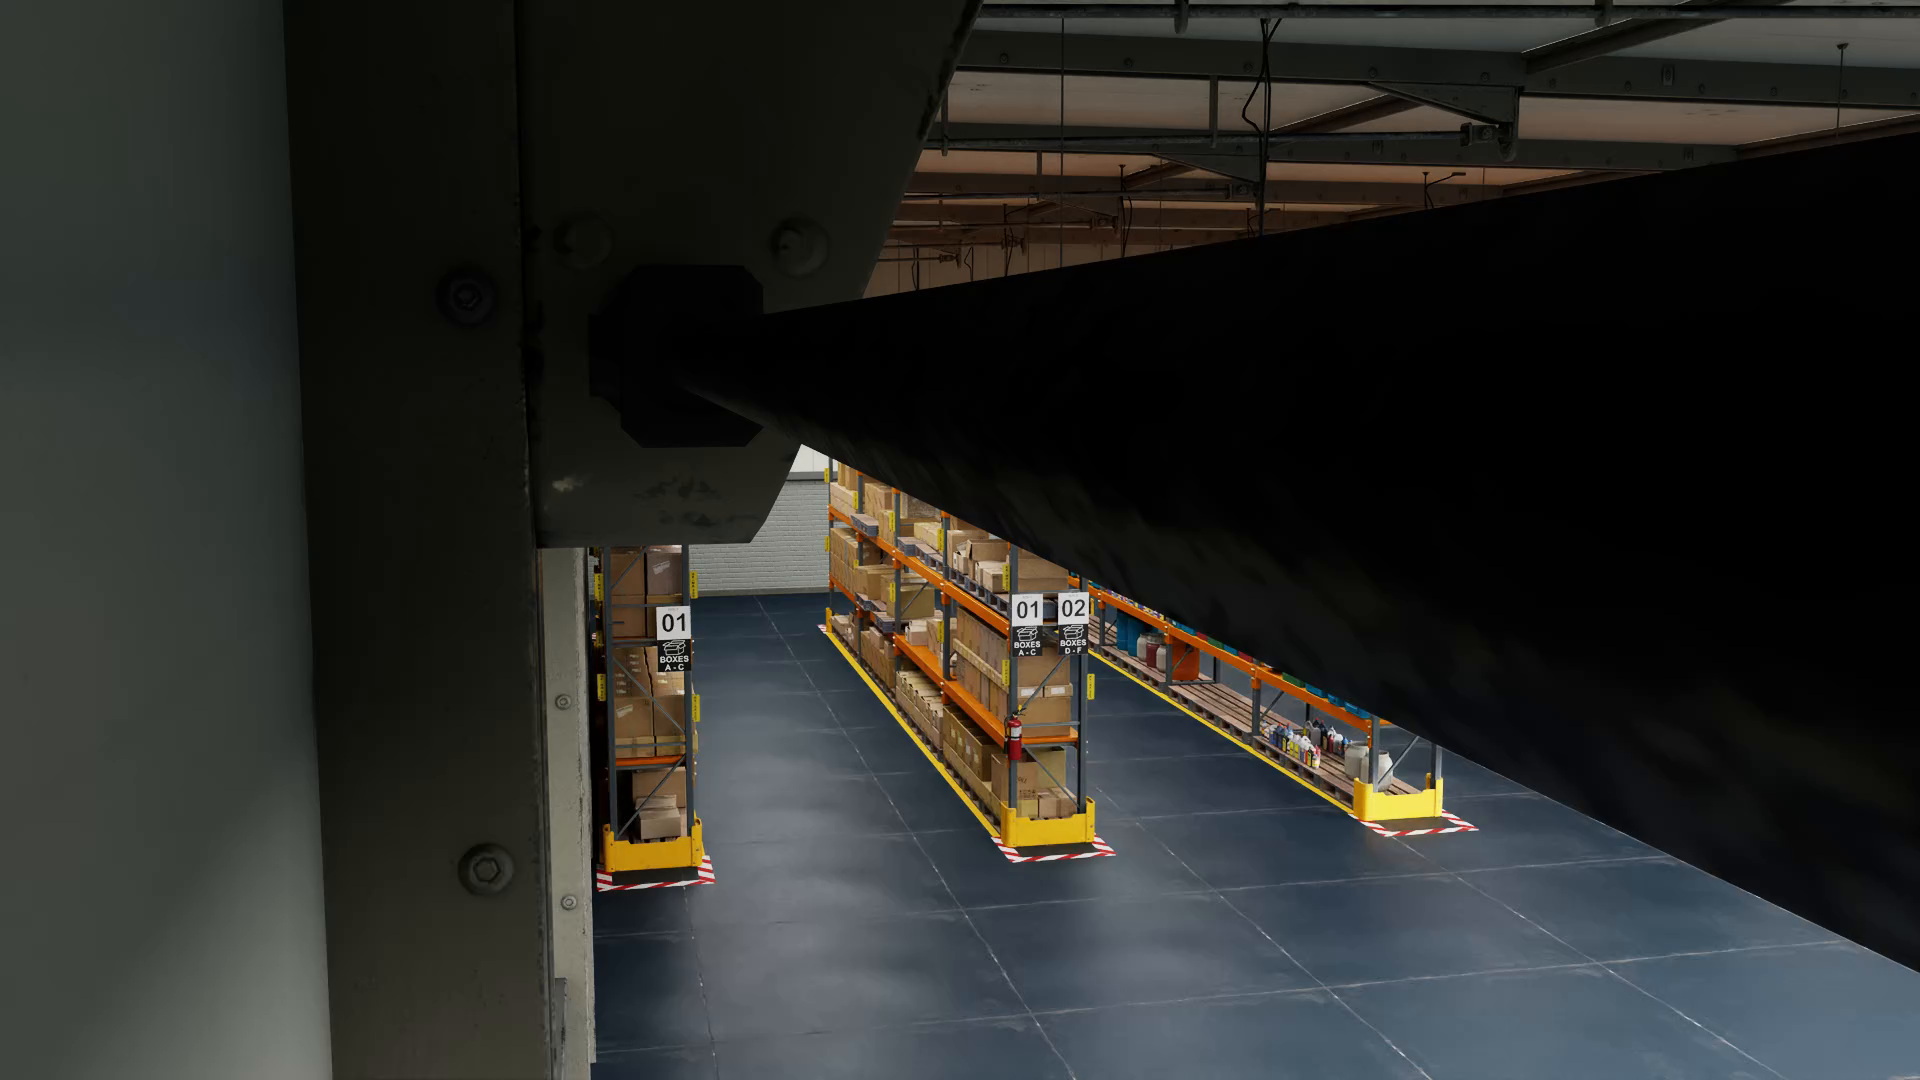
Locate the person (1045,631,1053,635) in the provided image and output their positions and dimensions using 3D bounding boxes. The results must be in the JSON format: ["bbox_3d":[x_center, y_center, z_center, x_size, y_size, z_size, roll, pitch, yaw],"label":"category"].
[{"bbox_3d":[1.510,1.811,30.888,0.647,1.776,0.845,-3,7,-25],"label":"person"}]
